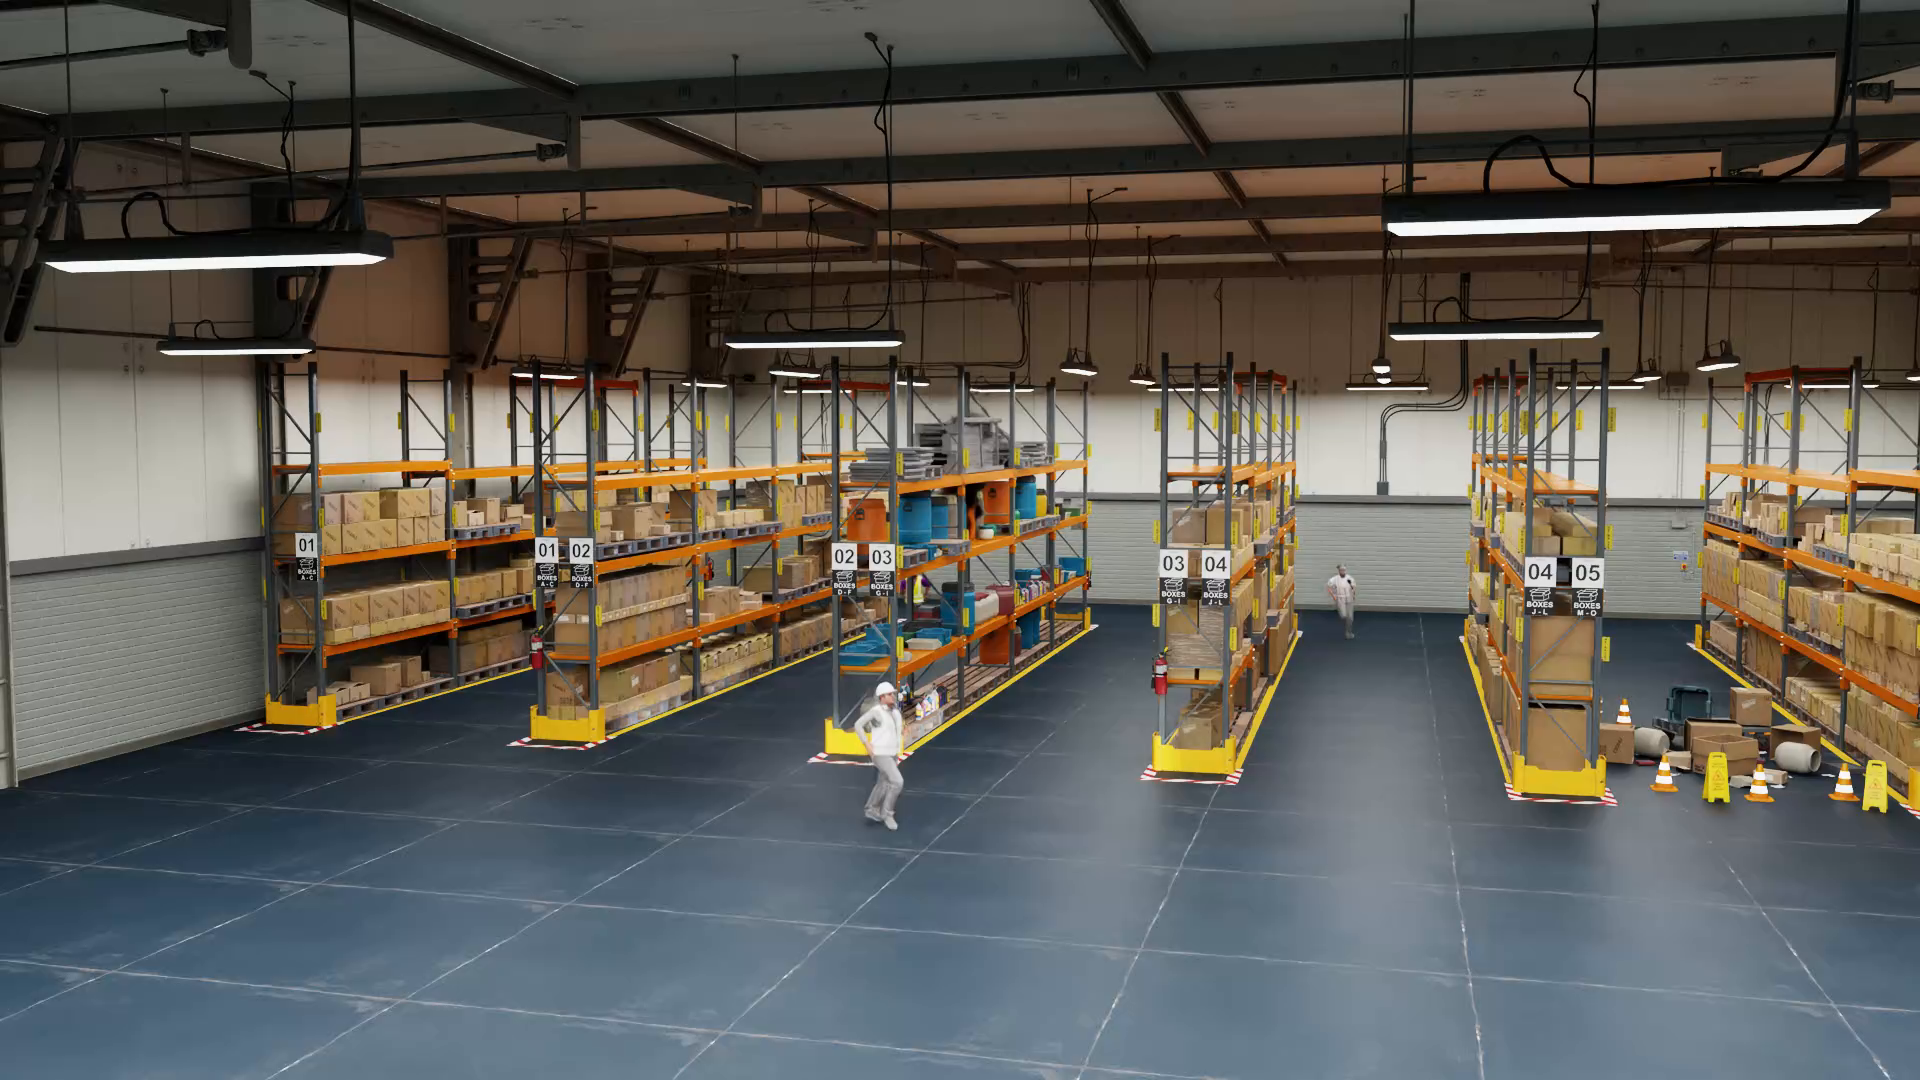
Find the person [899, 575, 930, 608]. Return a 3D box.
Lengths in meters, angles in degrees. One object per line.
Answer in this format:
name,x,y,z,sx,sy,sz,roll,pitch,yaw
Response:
person,-1.054,1.465,37.817,0.676,1.829,0.782,1,4,9

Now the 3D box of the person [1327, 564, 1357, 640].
person,8.887,1.437,38.534,0.655,1.791,0.675,-1,4,-8

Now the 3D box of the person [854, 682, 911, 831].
person,-0.910,2.670,20.609,0.699,1.815,0.638,2,5,30
